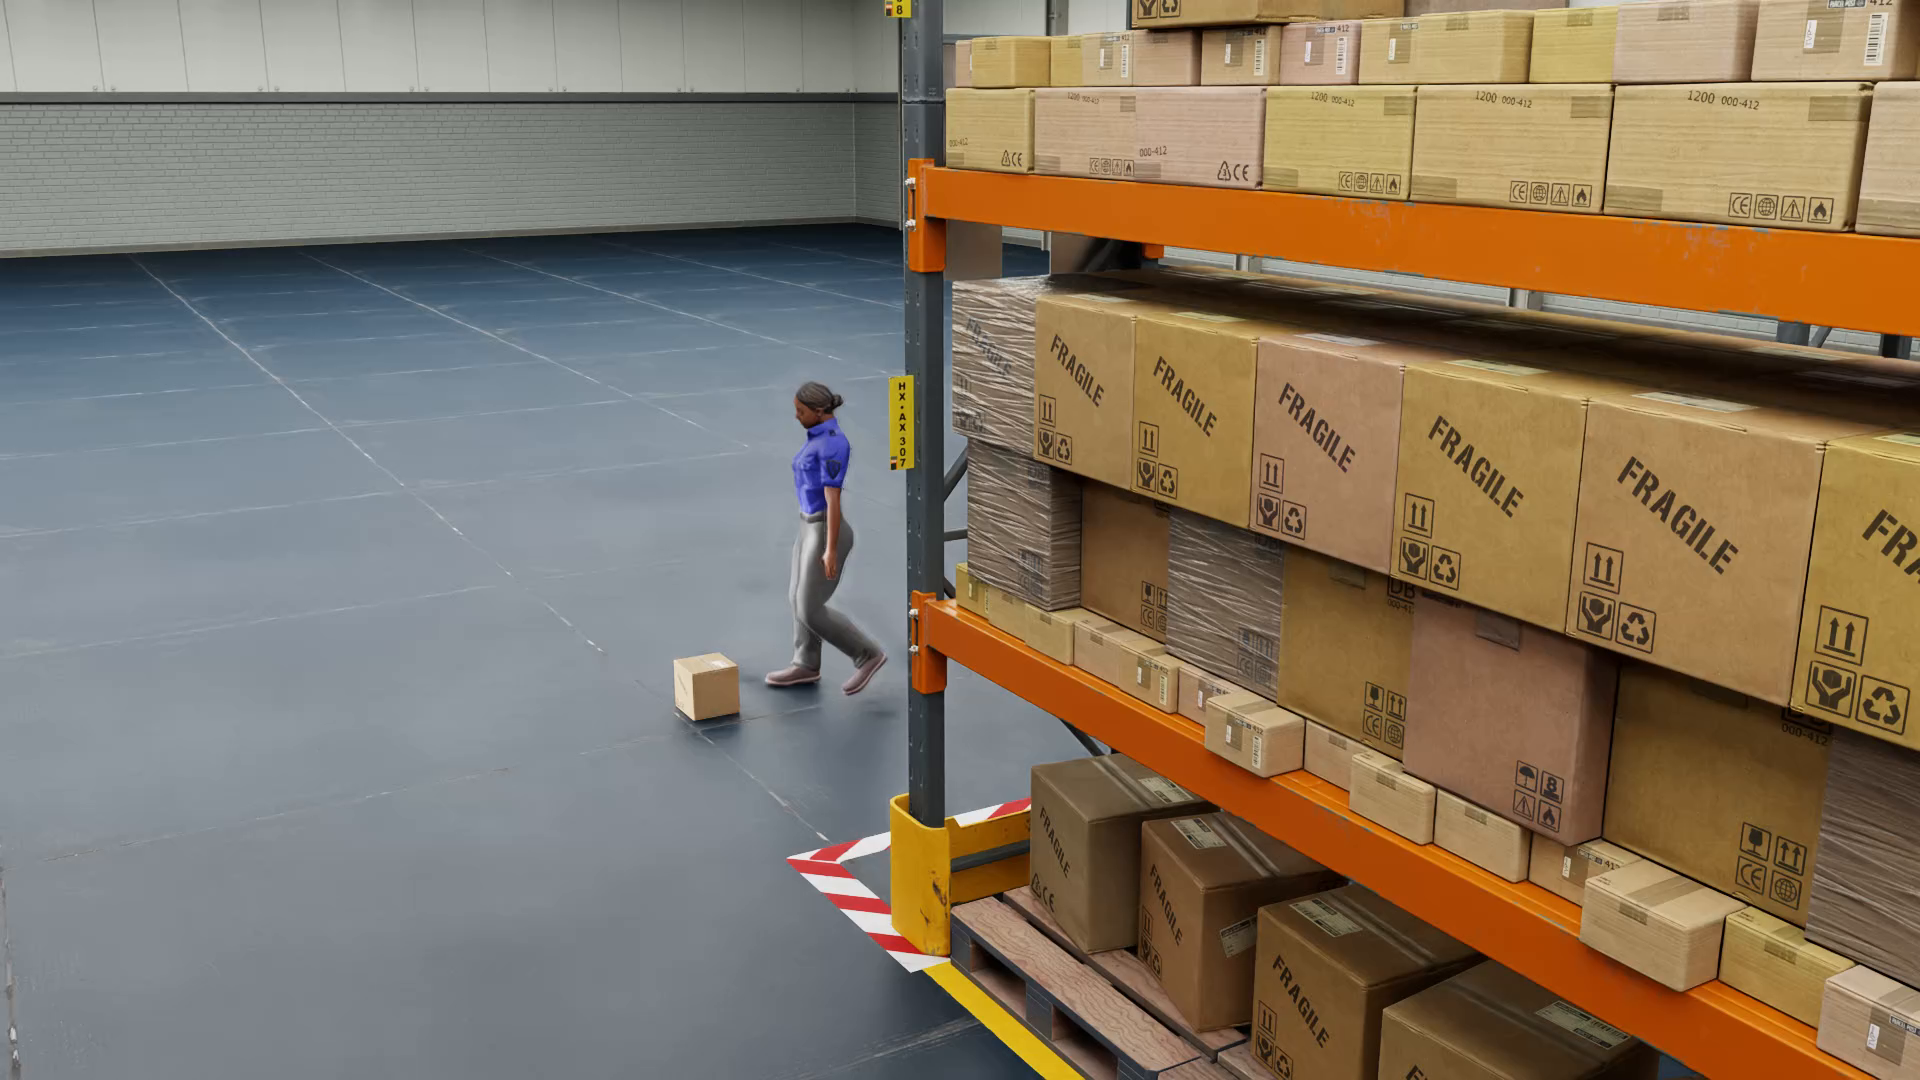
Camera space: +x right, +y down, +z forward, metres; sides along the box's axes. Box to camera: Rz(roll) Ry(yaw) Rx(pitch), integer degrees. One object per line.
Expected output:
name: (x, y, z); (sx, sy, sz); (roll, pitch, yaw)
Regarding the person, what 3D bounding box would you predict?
person: (-0.699, -0.006, 8.513); (0.587, 1.649, 0.529); (-4, 15, -15)
